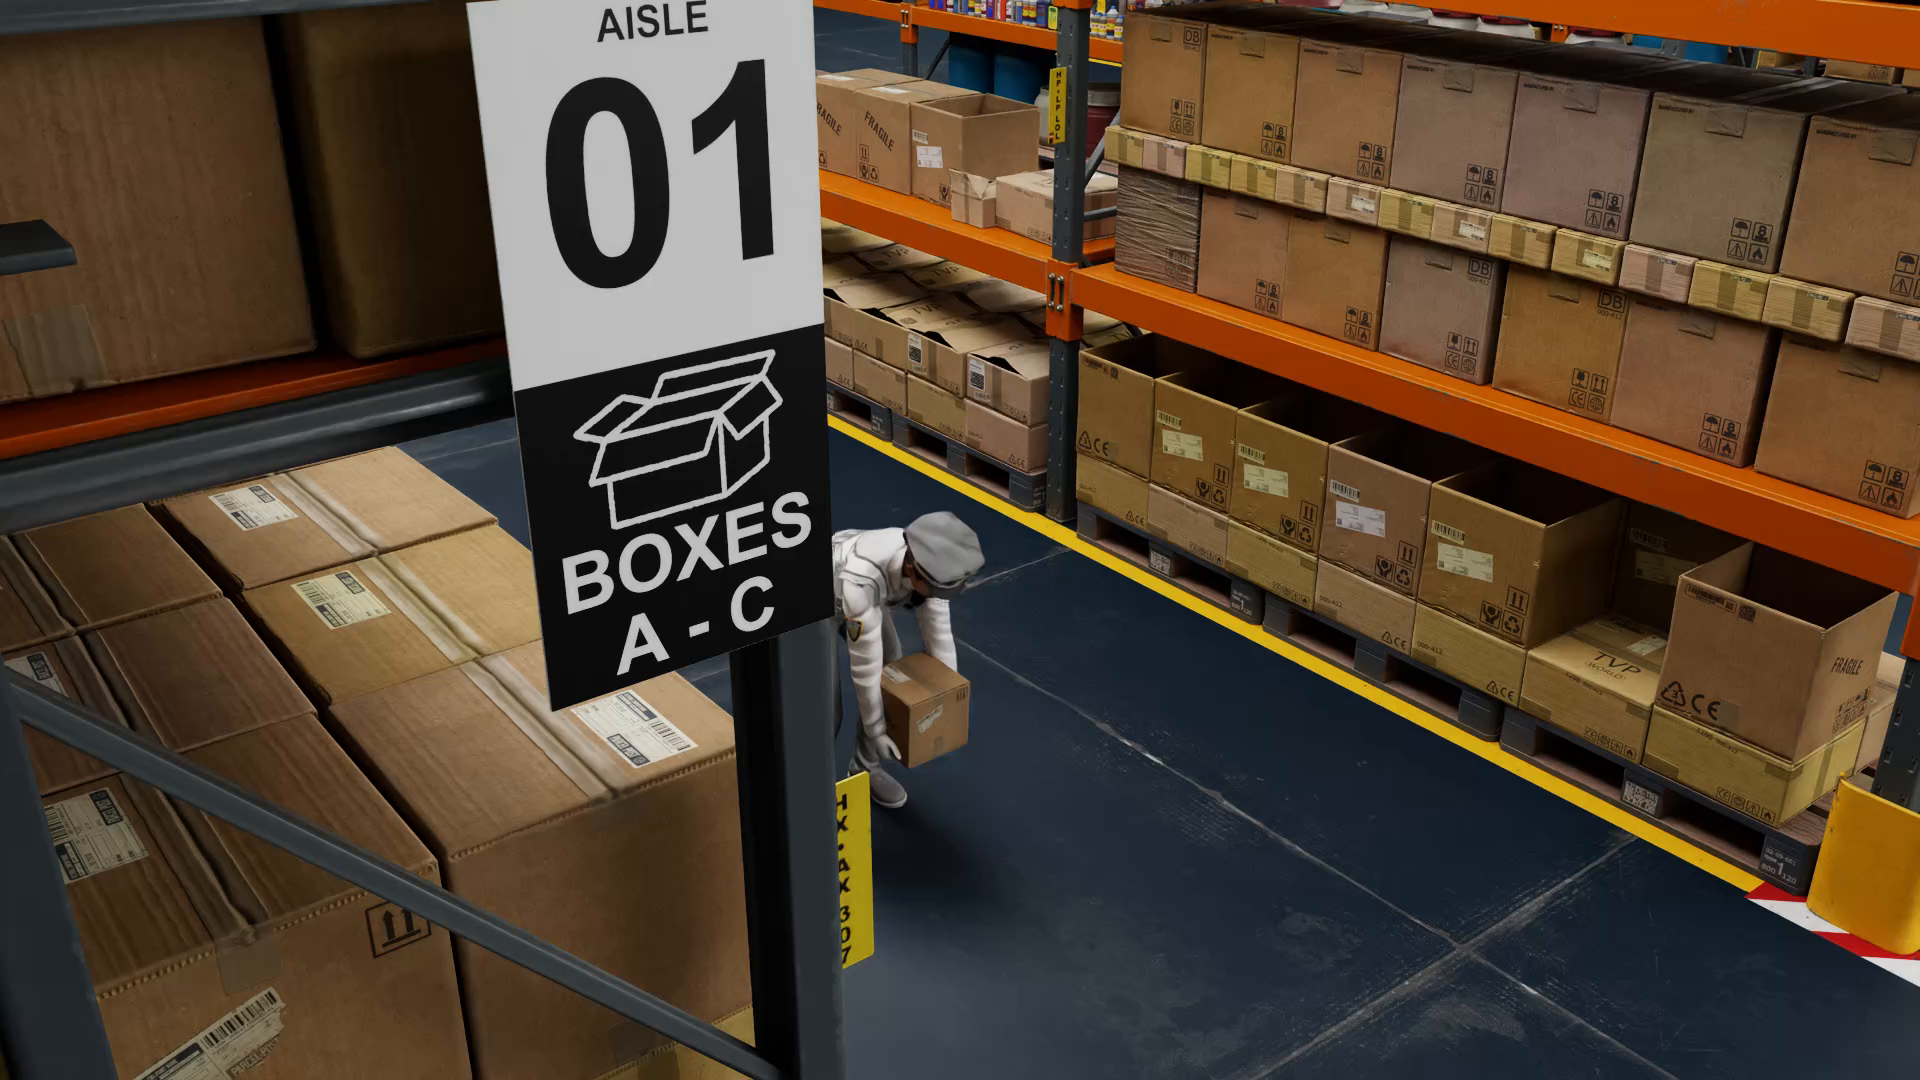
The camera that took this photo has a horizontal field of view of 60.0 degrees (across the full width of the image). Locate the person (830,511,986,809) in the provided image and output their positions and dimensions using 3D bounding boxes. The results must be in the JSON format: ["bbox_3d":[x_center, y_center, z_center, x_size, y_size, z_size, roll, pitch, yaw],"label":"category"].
[{"bbox_3d":[-0.267,0.434,5.615,0.424,1.295,0.879,-19,31,-36],"label":"person"}]
